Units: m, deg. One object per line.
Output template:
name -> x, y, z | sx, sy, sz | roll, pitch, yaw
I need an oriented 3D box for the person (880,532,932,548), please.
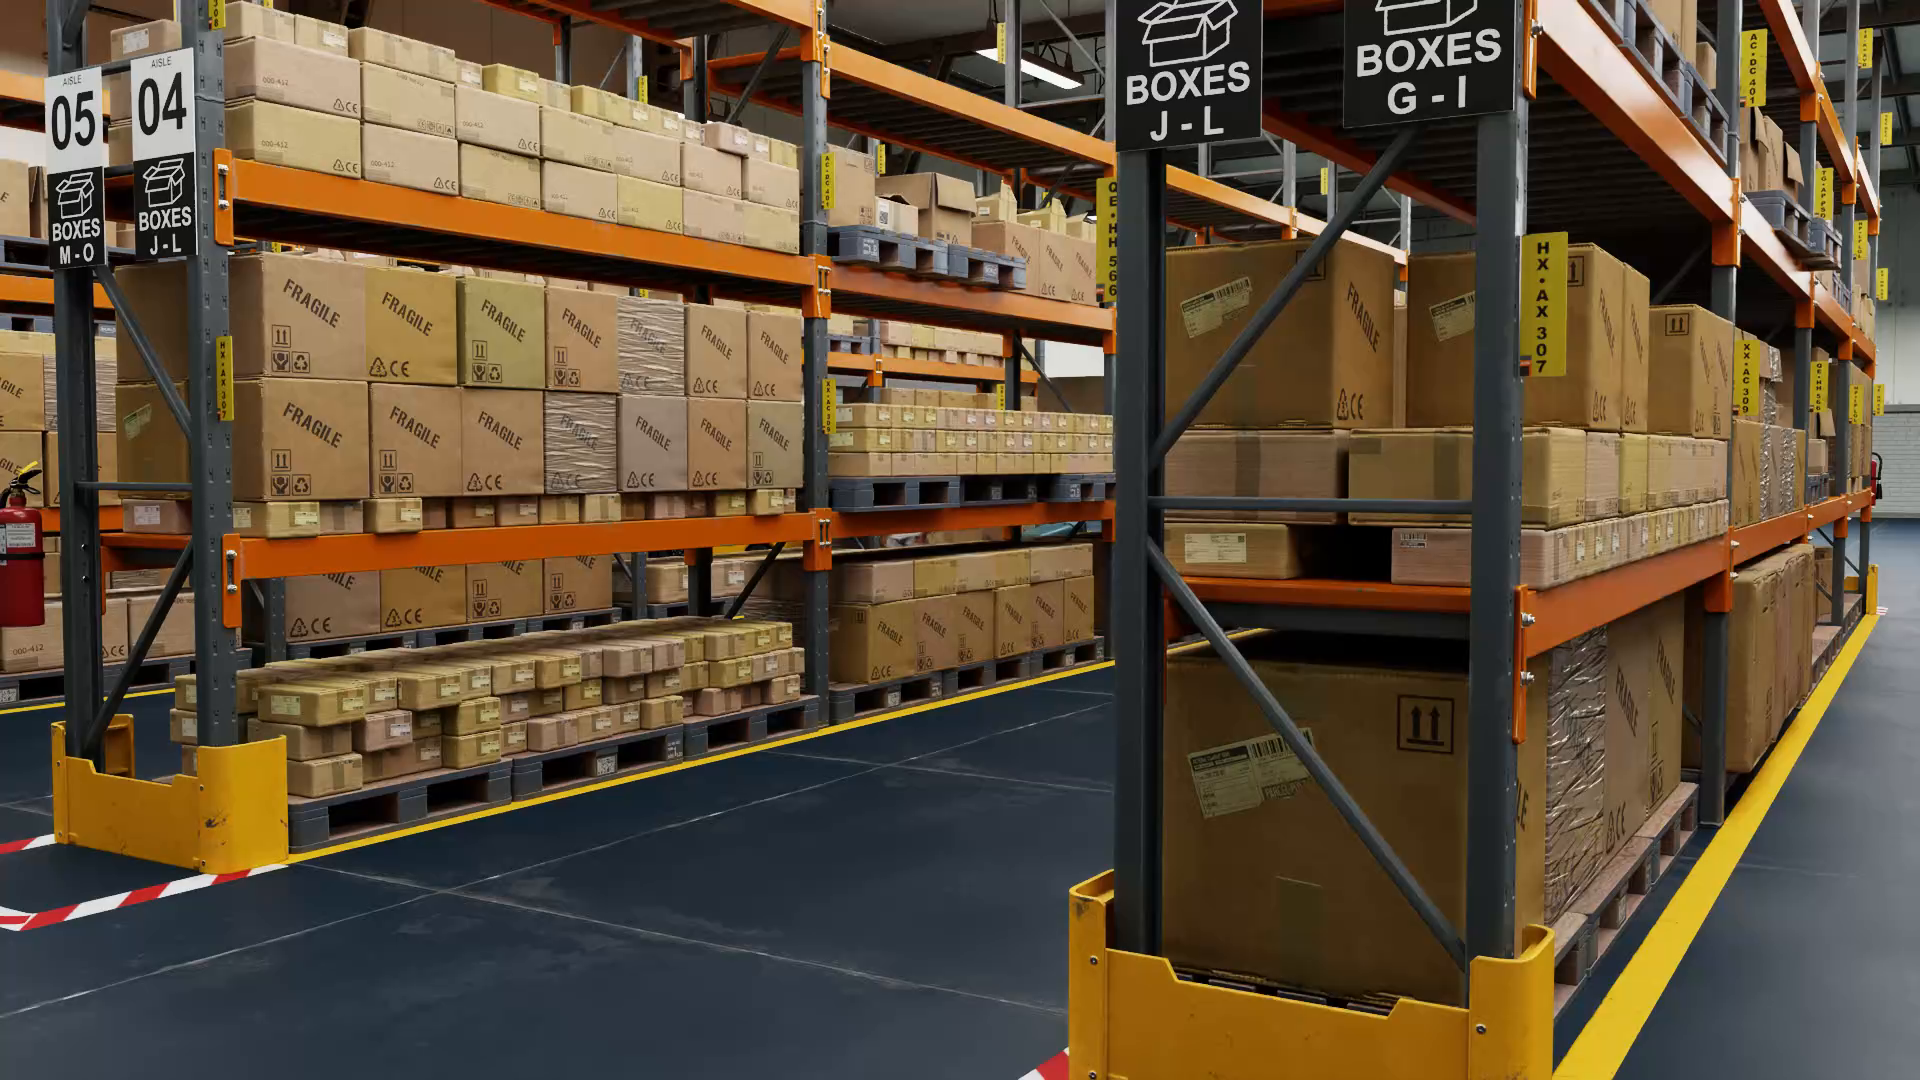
person -> -0.488, -0.025, 15.382 | 0.657, 1.751, 0.555 | 2, 3, 35
